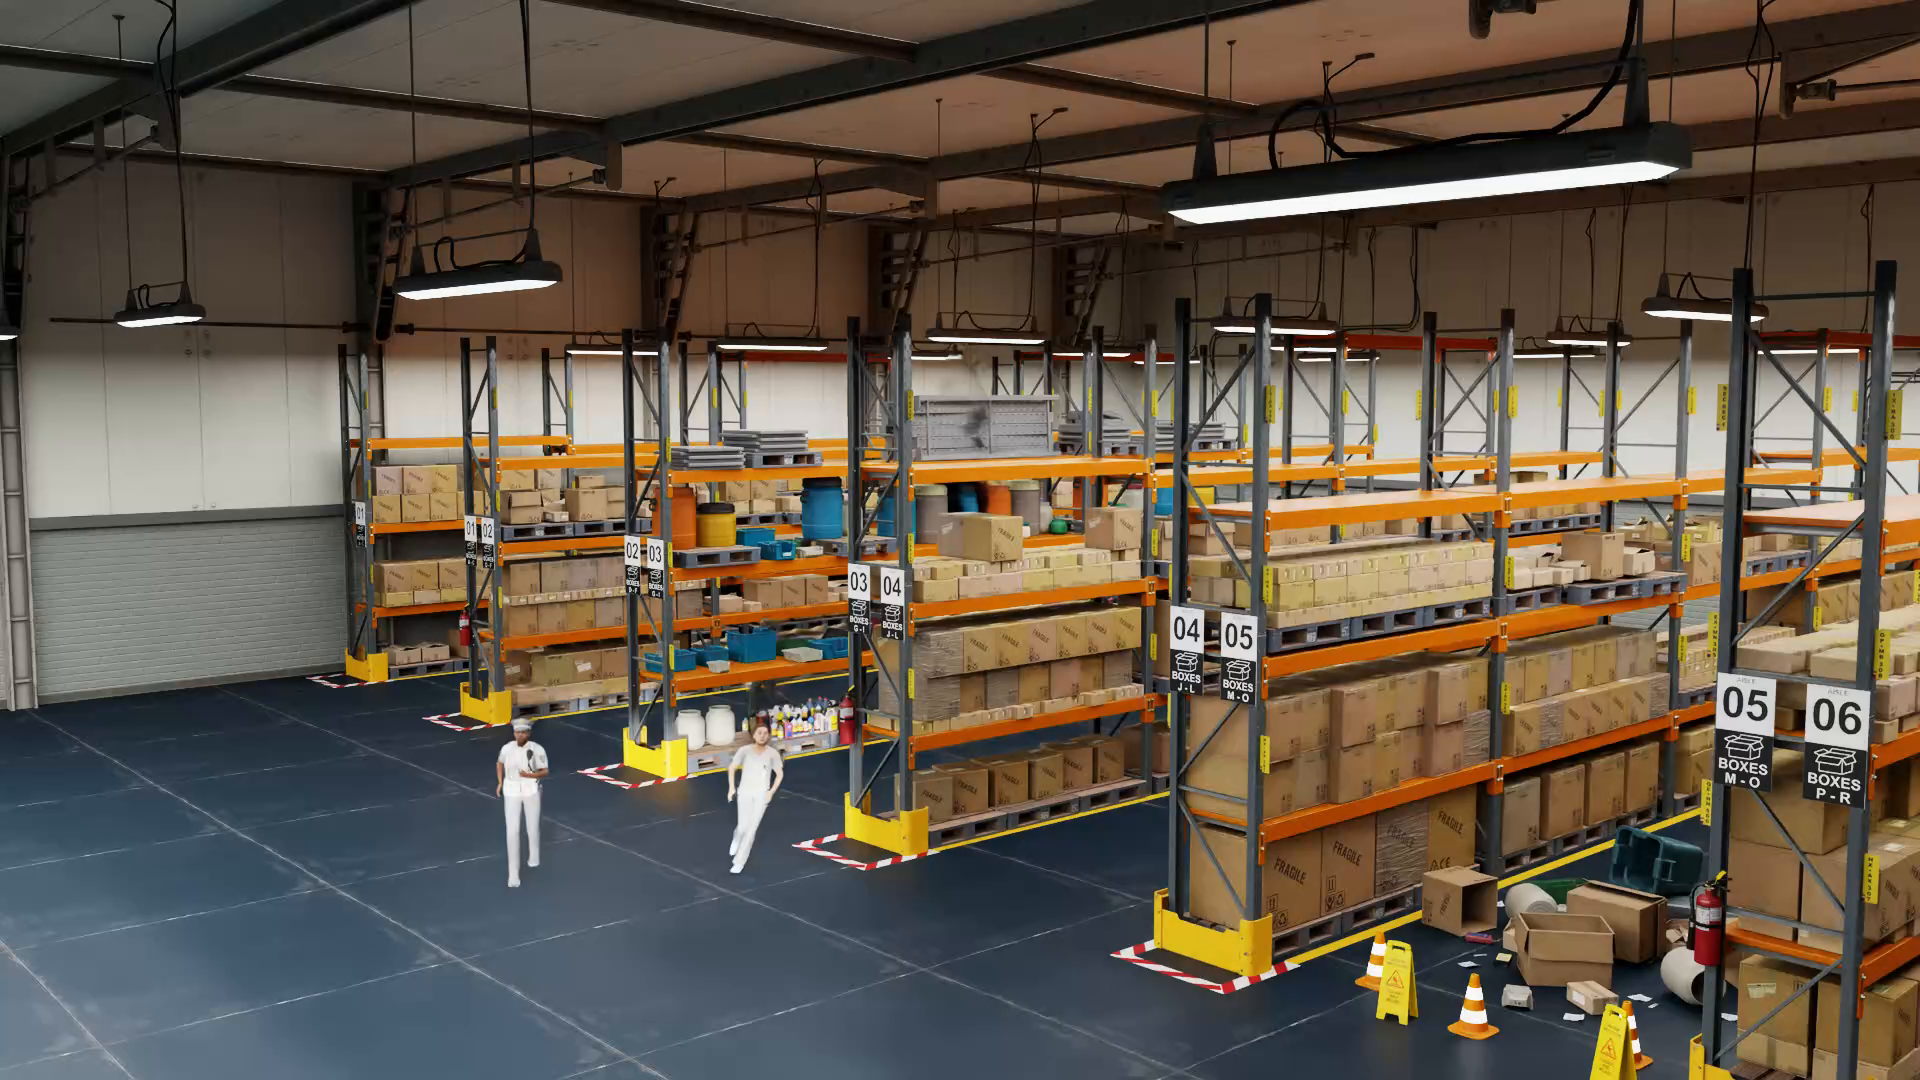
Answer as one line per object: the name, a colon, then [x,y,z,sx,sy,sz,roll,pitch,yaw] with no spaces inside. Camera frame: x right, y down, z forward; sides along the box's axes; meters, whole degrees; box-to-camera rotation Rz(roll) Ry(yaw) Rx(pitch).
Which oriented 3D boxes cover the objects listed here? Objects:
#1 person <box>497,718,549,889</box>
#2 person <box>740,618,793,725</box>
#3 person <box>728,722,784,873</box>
person: [-4.637,2.730,17.636,0.563,1.727,0.848,-1,5,-9]
person: [-3.026,2.019,25.823,0.924,1.633,0.583,-5,7,-45]
person: [-2.202,2.760,17.956,0.597,1.594,0.481,-1,5,-8]
